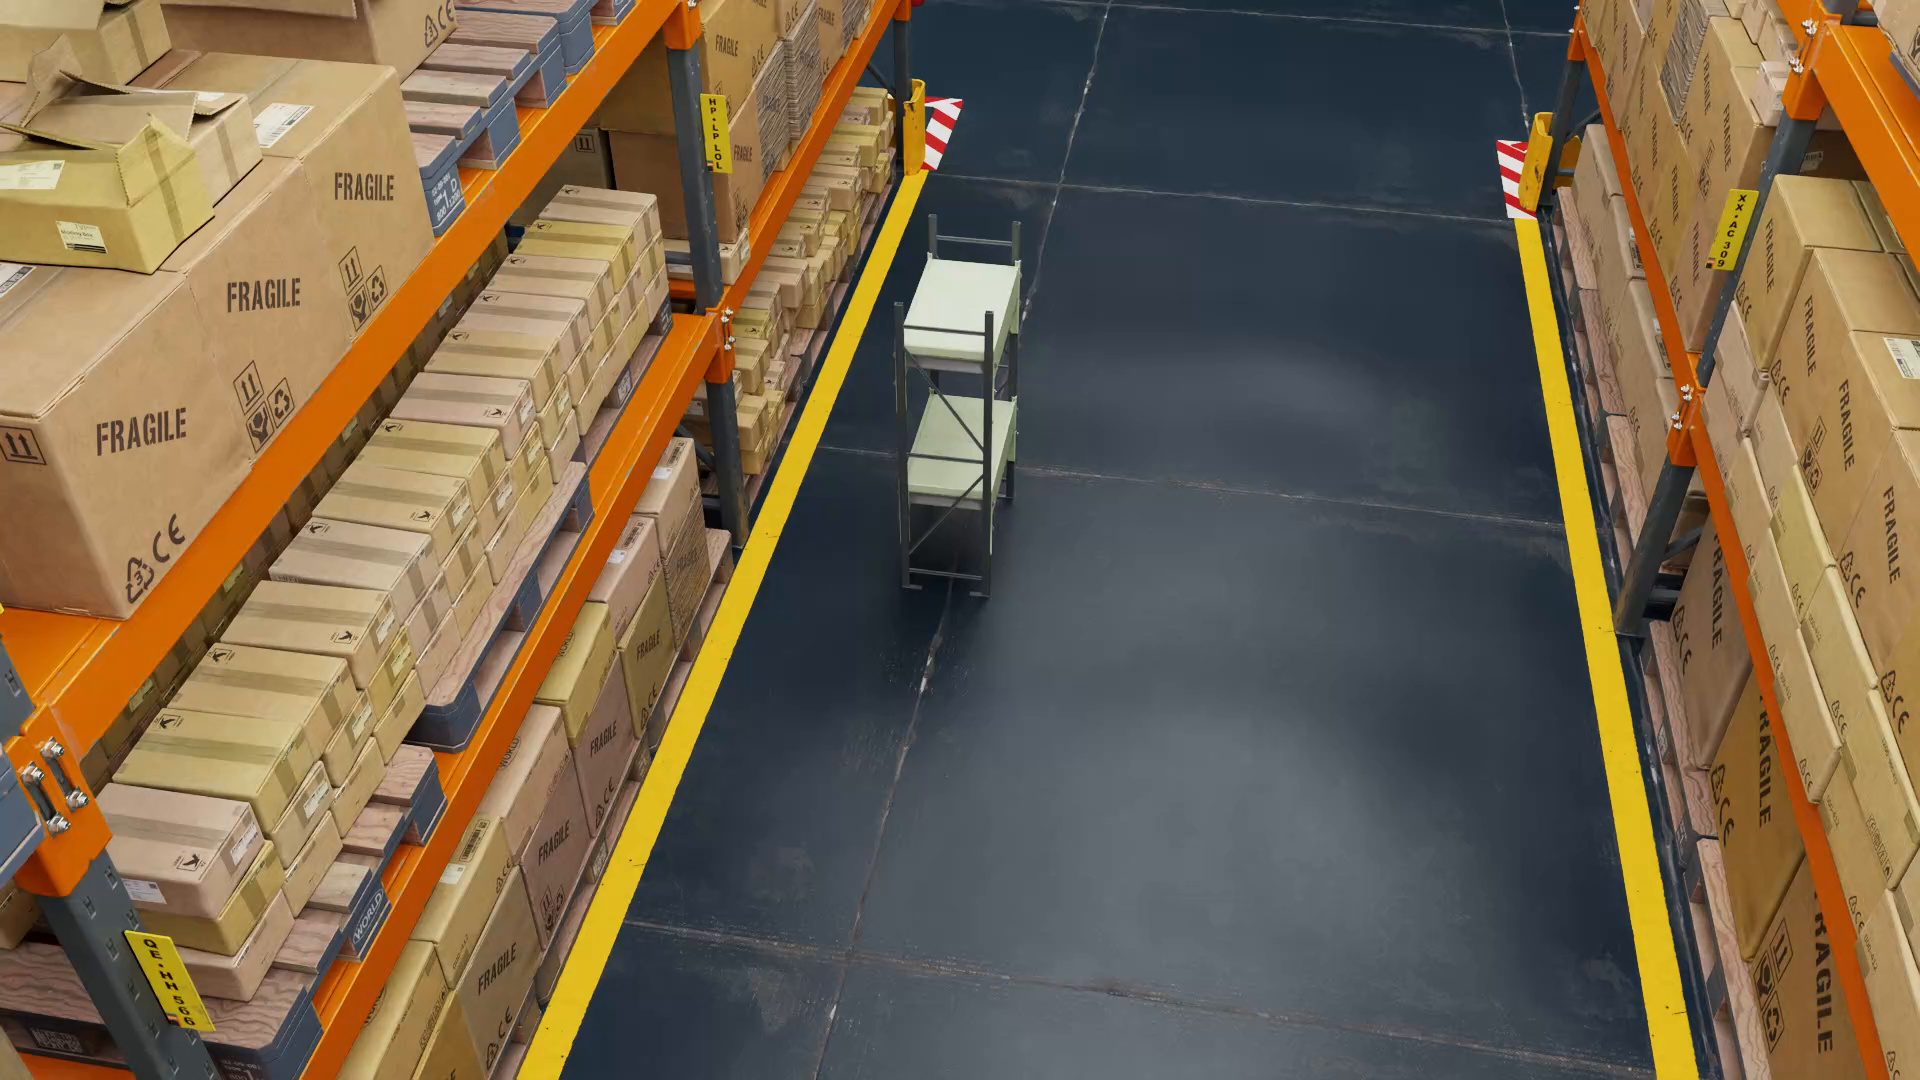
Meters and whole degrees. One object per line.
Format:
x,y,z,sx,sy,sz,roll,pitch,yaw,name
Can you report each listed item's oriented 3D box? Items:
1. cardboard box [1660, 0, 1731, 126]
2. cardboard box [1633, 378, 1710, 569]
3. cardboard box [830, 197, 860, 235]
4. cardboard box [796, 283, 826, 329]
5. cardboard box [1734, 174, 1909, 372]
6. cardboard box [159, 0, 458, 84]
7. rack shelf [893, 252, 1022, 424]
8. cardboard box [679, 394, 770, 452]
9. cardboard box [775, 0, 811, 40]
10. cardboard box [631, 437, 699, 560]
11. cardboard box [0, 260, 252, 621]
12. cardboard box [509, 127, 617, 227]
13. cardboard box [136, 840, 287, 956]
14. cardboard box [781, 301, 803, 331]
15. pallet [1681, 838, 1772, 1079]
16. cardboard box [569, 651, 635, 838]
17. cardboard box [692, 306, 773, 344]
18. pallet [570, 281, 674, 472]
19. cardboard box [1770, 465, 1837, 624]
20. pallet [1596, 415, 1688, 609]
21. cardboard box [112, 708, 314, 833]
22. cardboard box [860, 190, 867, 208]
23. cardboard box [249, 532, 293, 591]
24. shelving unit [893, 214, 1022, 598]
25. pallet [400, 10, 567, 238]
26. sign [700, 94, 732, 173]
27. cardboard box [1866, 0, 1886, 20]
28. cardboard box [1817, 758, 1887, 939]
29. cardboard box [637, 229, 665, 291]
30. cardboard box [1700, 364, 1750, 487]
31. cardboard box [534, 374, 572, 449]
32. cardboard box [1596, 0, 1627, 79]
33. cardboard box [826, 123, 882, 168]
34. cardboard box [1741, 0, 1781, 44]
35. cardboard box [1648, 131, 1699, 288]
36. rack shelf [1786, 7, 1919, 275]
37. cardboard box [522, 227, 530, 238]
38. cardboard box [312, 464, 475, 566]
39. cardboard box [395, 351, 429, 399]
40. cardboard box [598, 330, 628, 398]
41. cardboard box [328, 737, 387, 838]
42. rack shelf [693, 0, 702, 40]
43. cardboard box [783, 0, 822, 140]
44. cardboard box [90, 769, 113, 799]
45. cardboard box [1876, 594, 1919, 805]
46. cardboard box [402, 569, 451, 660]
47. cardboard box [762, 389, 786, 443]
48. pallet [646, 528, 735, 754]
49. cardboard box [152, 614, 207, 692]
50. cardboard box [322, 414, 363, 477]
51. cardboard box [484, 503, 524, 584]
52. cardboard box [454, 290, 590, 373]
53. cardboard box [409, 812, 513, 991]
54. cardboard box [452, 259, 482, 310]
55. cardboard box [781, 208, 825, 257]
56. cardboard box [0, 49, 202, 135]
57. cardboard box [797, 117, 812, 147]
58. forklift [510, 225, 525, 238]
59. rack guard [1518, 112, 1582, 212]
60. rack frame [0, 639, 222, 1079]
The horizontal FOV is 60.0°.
3.377,-2.106,7.177,0.500,0.500,0.500,7,40,8,cardboard box
3.607,-0.274,7.505,0.875,0.438,0.875,6,40,7,cardboard box
-0.783,-1.872,9.432,0.380,0.149,0.250,7,40,8,cardboard box
-0.936,-1.275,8.942,0.380,0.149,0.250,5,40,6,cardboard box
3.034,-0.897,5.714,0.500,0.500,0.500,7,40,8,cardboard box
-1.897,-1.603,4.666,0.797,0.503,0.637,6,40,7,cardboard box
-0.001,-0.875,7.115,0.431,0.370,0.720,6,40,8,rack shelf
-1.122,-0.570,7.856,0.380,0.149,0.250,8,40,10,cardboard box
-0.989,-2.634,7.583,0.500,0.500,0.500,7,40,8,cardboard box
-1.380,-0.192,6.769,0.500,0.250,0.500,5,40,6,cardboard box
-1.831,-0.213,3.318,0.500,0.500,0.500,6,40,8,cardboard box
-1.694,-1.688,7.222,0.500,0.500,0.500,6,40,8,cardboard box
-1.911,0.850,4.099,0.380,0.149,0.250,8,40,10,cardboard box
-1.040,-1.234,8.660,0.380,0.149,0.250,8,40,10,cardboard box
3.125,1.618,5.724,1.003,0.211,1.213,6,40,8,pallet
-1.562,0.737,6.233,0.500,0.500,0.500,6,40,7,cardboard box
-1.135,-1.016,8.163,0.380,0.149,0.250,6,40,7,cardboard box
-1.775,-0.662,6.444,1.003,0.211,1.213,6,40,8,pallet
2.863,0.037,5.174,0.500,0.250,0.500,7,40,8,cardboard box
3.602,-0.111,7.816,1.003,0.211,1.213,6,40,8,pallet
-1.877,0.579,4.194,0.380,0.149,0.250,5,40,6,cardboard box
-0.769,-2.091,9.930,0.380,0.149,0.250,6,40,7,cardboard box
-2.332,0.081,5.263,0.380,0.149,0.250,8,40,9,cardboard box
-0.001,-0.574,7.364,0.431,1.500,0.755,6,40,8,shelving unit
-1.888,-1.257,4.806,1.213,0.211,1.003,6,40,8,pallet
-0.953,-1.587,6.504,0.100,0.325,0.005,6,40,8,sign
2.962,-1.708,4.981,0.396,0.266,0.258,6,40,7,cardboard box
2.709,0.868,4.560,0.500,0.250,0.500,6,40,7,cardboard box
-1.374,-1.108,6.467,0.380,0.149,0.250,8,40,9,cardboard box
3.057,-0.413,6.109,0.500,0.250,0.500,6,40,7,cardboard box
-1.554,-0.452,5.673,0.380,0.149,0.250,4,40,5,cardboard box
3.659,-2.676,8.651,0.500,0.500,0.500,6,40,7,cardboard box
-0.669,-2.314,9.733,0.380,0.149,0.250,6,40,7,cardboard box
3.364,-2.089,6.648,0.380,0.149,0.250,6,40,7,cardboard box
3.305,-1.399,7.106,0.500,0.500,0.500,5,40,7,cardboard box
3.047,-0.341,4.116,1.077,0.370,4.000,6,40,8,rack shelf
-1.681,-1.308,7.272,0.380,0.149,0.250,6,40,7,cardboard box
-1.695,-0.077,4.987,0.380,0.149,0.250,8,40,9,cardboard box
-2.155,-0.580,6.062,0.380,0.149,0.250,7,40,8,cardboard box
-1.463,-0.674,6.176,0.380,0.149,0.250,6,40,8,cardboard box
-1.823,0.649,4.575,0.380,0.149,0.250,8,40,10,cardboard box
-1.154,-3.334,7.736,1.077,0.370,4.000,6,40,8,rack shelf
-0.965,-2.259,7.914,0.500,0.500,0.500,6,40,7,cardboard box
-2.515,0.730,4.478,0.380,0.149,0.250,6,40,8,cardboard box
2.706,0.382,4.168,0.500,0.500,0.500,6,40,8,cardboard box
-1.735,0.197,4.889,0.380,0.149,0.250,6,40,8,cardboard box
-1.074,-0.623,8.154,0.380,0.149,0.250,8,40,9,cardboard box
-1.633,0.364,7.241,1.003,0.211,1.213,6,40,8,pallet
-2.424,0.281,4.788,0.380,0.149,0.250,6,40,8,cardboard box
-2.243,-0.359,5.561,0.380,0.149,0.250,6,40,7,cardboard box
-1.642,-0.008,5.371,0.380,0.149,0.250,5,40,6,cardboard box
-1.515,-0.725,5.771,0.380,0.149,0.250,6,40,8,cardboard box
-1.747,1.099,5.207,0.500,0.250,0.500,6,40,7,cardboard box
-2.064,-1.020,6.361,0.380,0.149,0.250,6,40,7,cardboard box
-0.941,-1.663,8.946,0.380,0.149,0.250,7,40,8,cardboard box
-2.179,-0.899,4.148,0.500,0.500,0.500,6,40,8,cardboard box
-0.949,-2.076,8.201,0.380,0.149,0.250,8,40,10,cardboard box
-3.200,-1.801,7.725,1.130,2.935,3.031,8,40,10,forklift
4.089,-2.279,10.211,1.175,0.500,0.348,6,40,8,rack guard
-2.192,1.311,3.908,1.000,3.000,0.127,6,40,8,rack frame
